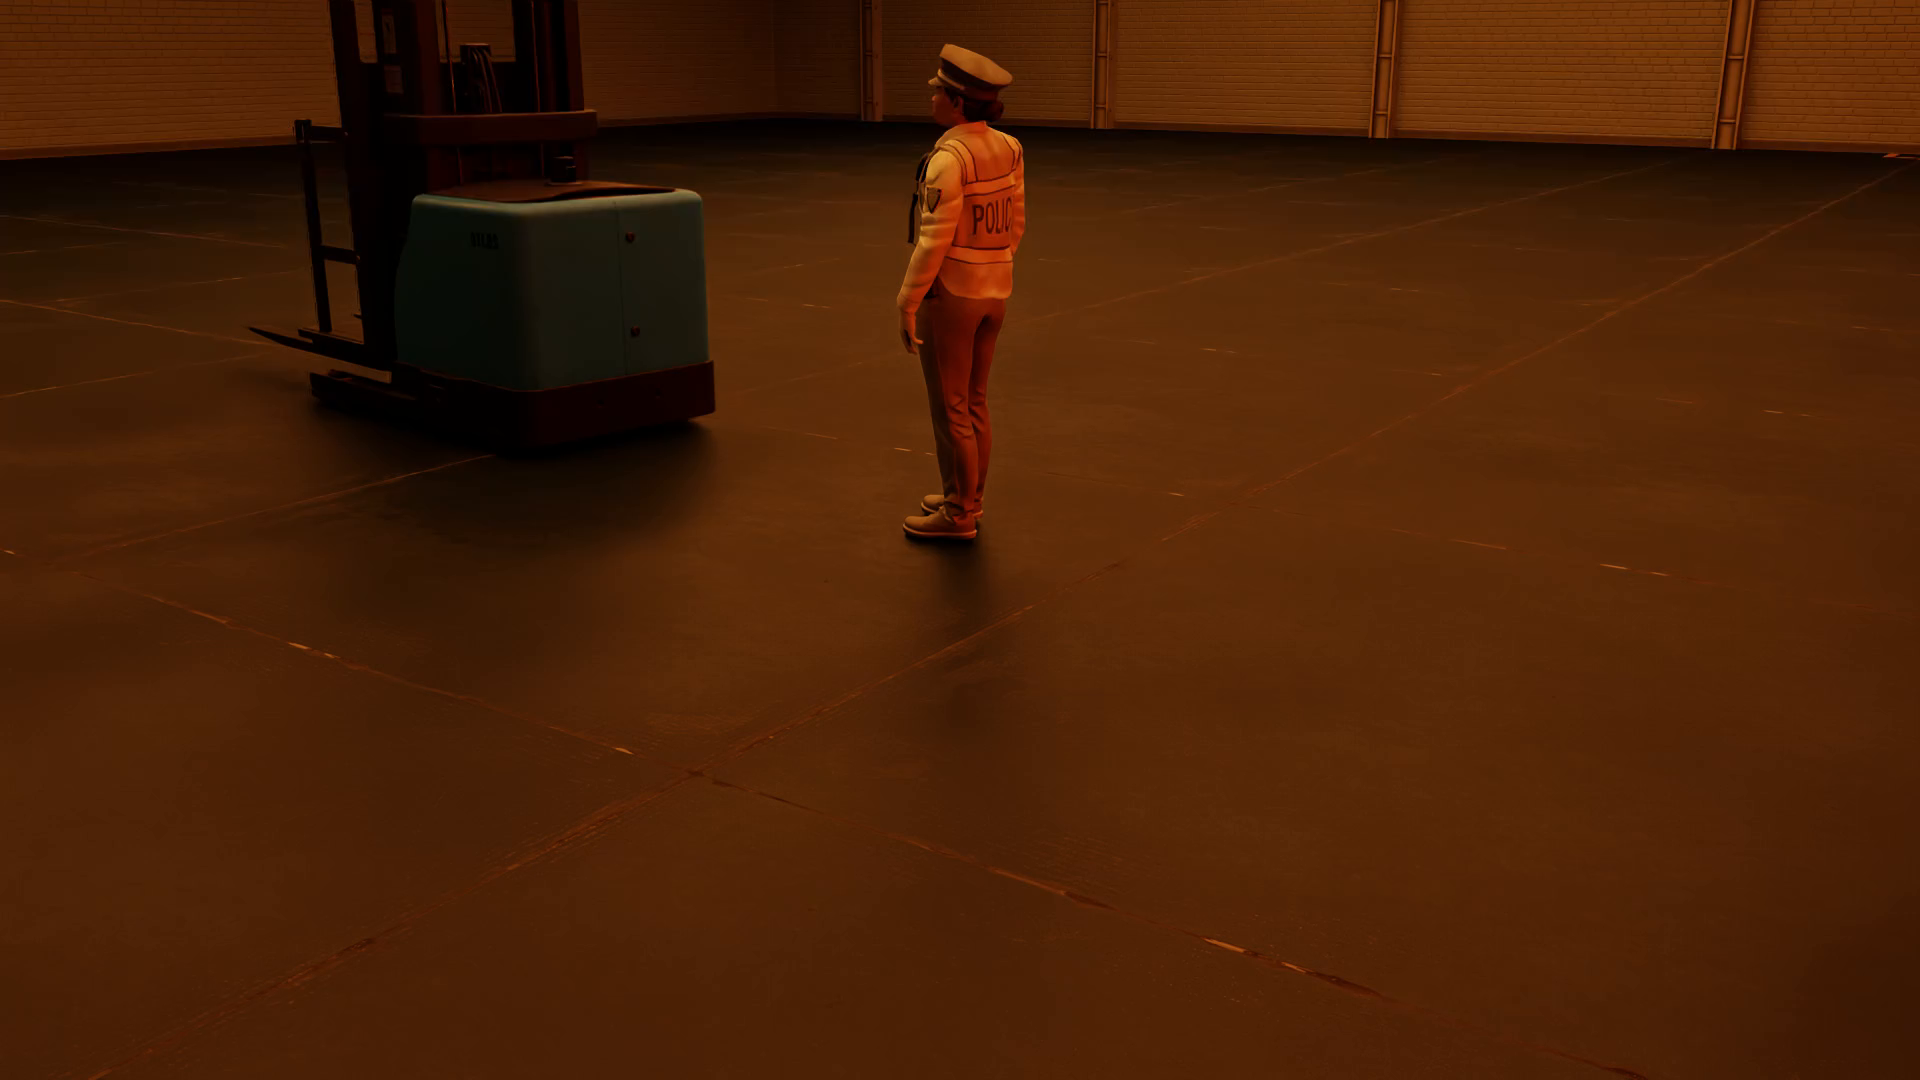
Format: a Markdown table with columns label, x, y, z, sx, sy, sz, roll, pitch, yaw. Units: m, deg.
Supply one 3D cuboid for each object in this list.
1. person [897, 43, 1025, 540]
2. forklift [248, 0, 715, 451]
| label | x | y | z | sx | sy | sz | roll | pitch | yaw |
| --- | --- | --- | --- | --- | --- | --- | --- | --- | --- |
| person | -0.053 | -0.831 | 5.746 | 0.531 | 1.695 | 0.588 | 11 | 20 | 33 |
| forklift | -2.547 | -2.122 | 7.930 | 3.031 | 2.935 | 1.130 | 15 | 22 | 41 |
